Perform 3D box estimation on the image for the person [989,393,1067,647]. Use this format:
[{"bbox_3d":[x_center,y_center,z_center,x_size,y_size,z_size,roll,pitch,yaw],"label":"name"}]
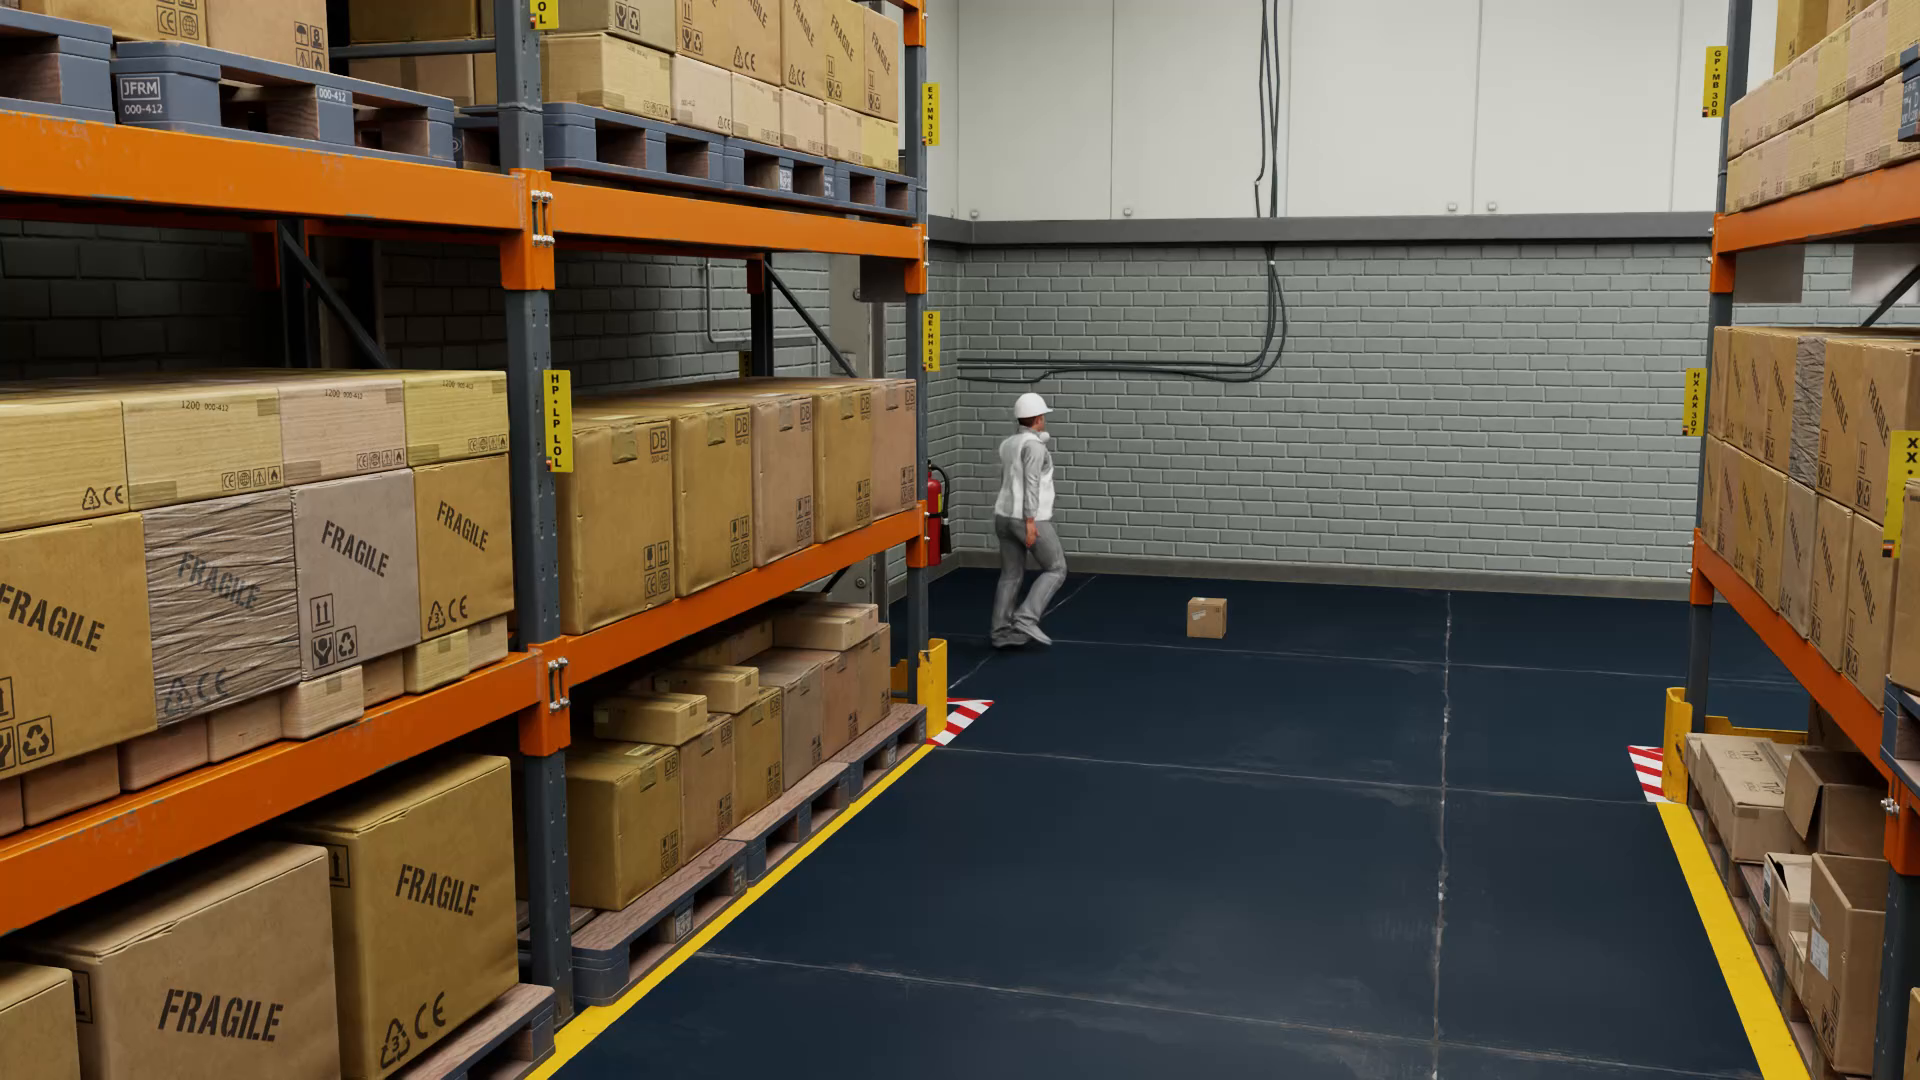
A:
[{"bbox_3d":[0.434,-0.141,11.582,0.525,1.756,0.566,-5,10,-31],"label":"person"}]
